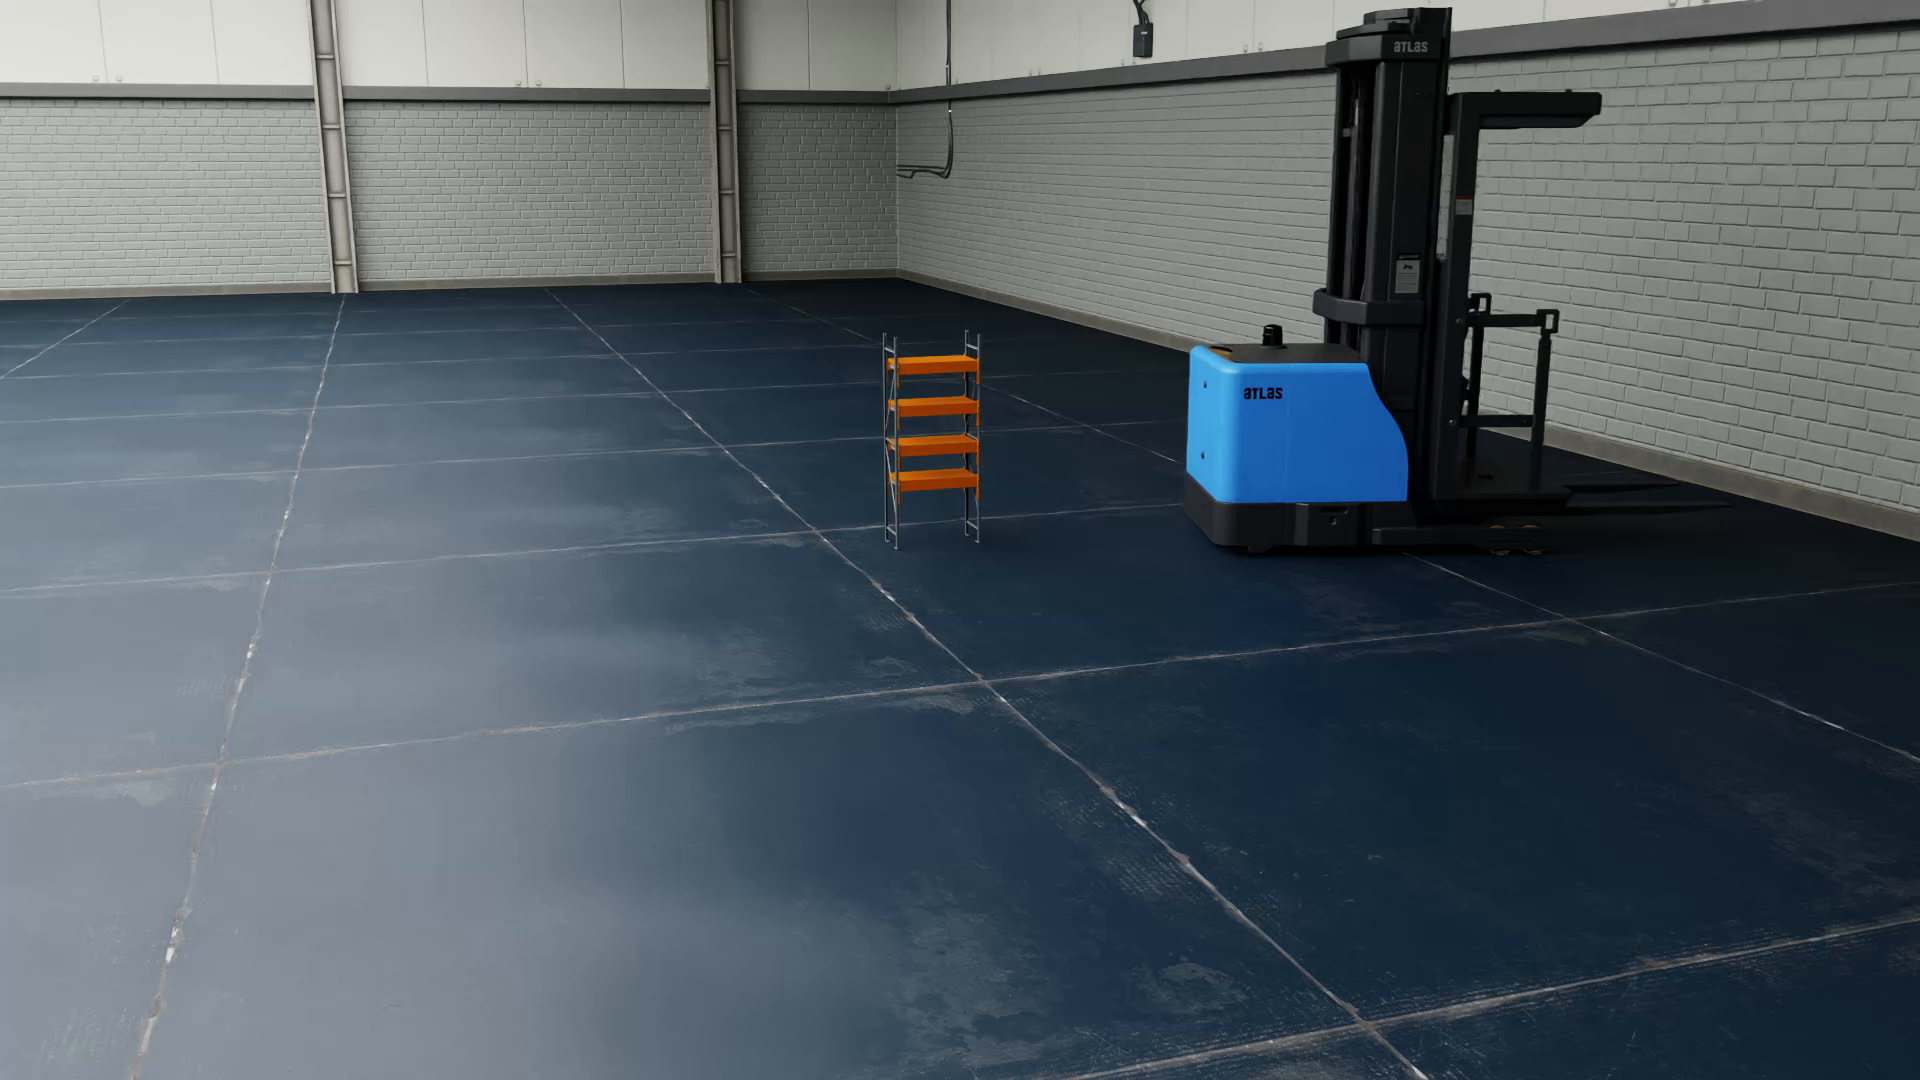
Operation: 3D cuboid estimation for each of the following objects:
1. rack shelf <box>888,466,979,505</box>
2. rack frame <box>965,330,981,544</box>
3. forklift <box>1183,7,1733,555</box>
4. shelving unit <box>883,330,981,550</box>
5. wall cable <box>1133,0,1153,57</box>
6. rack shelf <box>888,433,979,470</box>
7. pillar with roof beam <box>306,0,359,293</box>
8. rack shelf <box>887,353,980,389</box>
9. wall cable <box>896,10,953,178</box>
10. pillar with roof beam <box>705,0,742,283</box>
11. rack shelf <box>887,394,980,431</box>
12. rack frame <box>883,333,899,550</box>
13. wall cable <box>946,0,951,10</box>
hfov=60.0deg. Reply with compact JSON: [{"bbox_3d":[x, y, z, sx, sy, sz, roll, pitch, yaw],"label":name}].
[{"bbox_3d":[-0.157,-0.313,9.514,0.480,0.148,0.258,-4,14,-18],"label":"rack shelf"},{"bbox_3d":[0.074,-0.590,9.528,0.015,1.200,0.240,-4,14,-18],"label":"rack frame"},{"bbox_3d":[2.893,-1.462,9.457,3.031,2.935,1.130,-1,13,-4],"label":"forklift"},{"bbox_3d":[-0.157,-0.572,9.453,0.503,1.200,0.258,-4,14,-18],"label":"shelving unit"},{"bbox_3d":[2.368,-8.169,17.189,0.169,6.003,2.305,-4,14,-18],"label":"wall cable"},{"bbox_3d":[-0.157,-0.506,9.468,0.480,0.148,0.258,-4,14,-18],"label":"rack shelf"},{"bbox_3d":[-8.172,-7.283,20.815,0.400,9.000,9.100,-4,14,-18],"label":"pillar with roof beam"},{"bbox_3d":[-0.157,-0.954,9.362,0.480,0.148,0.258,-4,14,-18],"label":"rack shelf"},{"bbox_3d":[-0.645,-7.087,26.700,0.112,2.526,3.097,-4,14,-18],"label":"wall cable"},{"bbox_3d":[-2.486,-7.726,22.677,0.400,9.000,9.100,-4,14,-18],"label":"pillar with roof beam"},{"bbox_3d":[-0.157,-0.724,9.416,0.480,0.148,0.258,-4,14,-18],"label":"rack shelf"},{"bbox_3d":[-0.388,-0.553,9.377,0.015,1.200,0.240,-4,14,-18],"label":"rack frame"},{"bbox_3d":[0.218,-8.951,23.622,0.112,2.526,3.097,-4,14,-18],"label":"wall cable"}]
